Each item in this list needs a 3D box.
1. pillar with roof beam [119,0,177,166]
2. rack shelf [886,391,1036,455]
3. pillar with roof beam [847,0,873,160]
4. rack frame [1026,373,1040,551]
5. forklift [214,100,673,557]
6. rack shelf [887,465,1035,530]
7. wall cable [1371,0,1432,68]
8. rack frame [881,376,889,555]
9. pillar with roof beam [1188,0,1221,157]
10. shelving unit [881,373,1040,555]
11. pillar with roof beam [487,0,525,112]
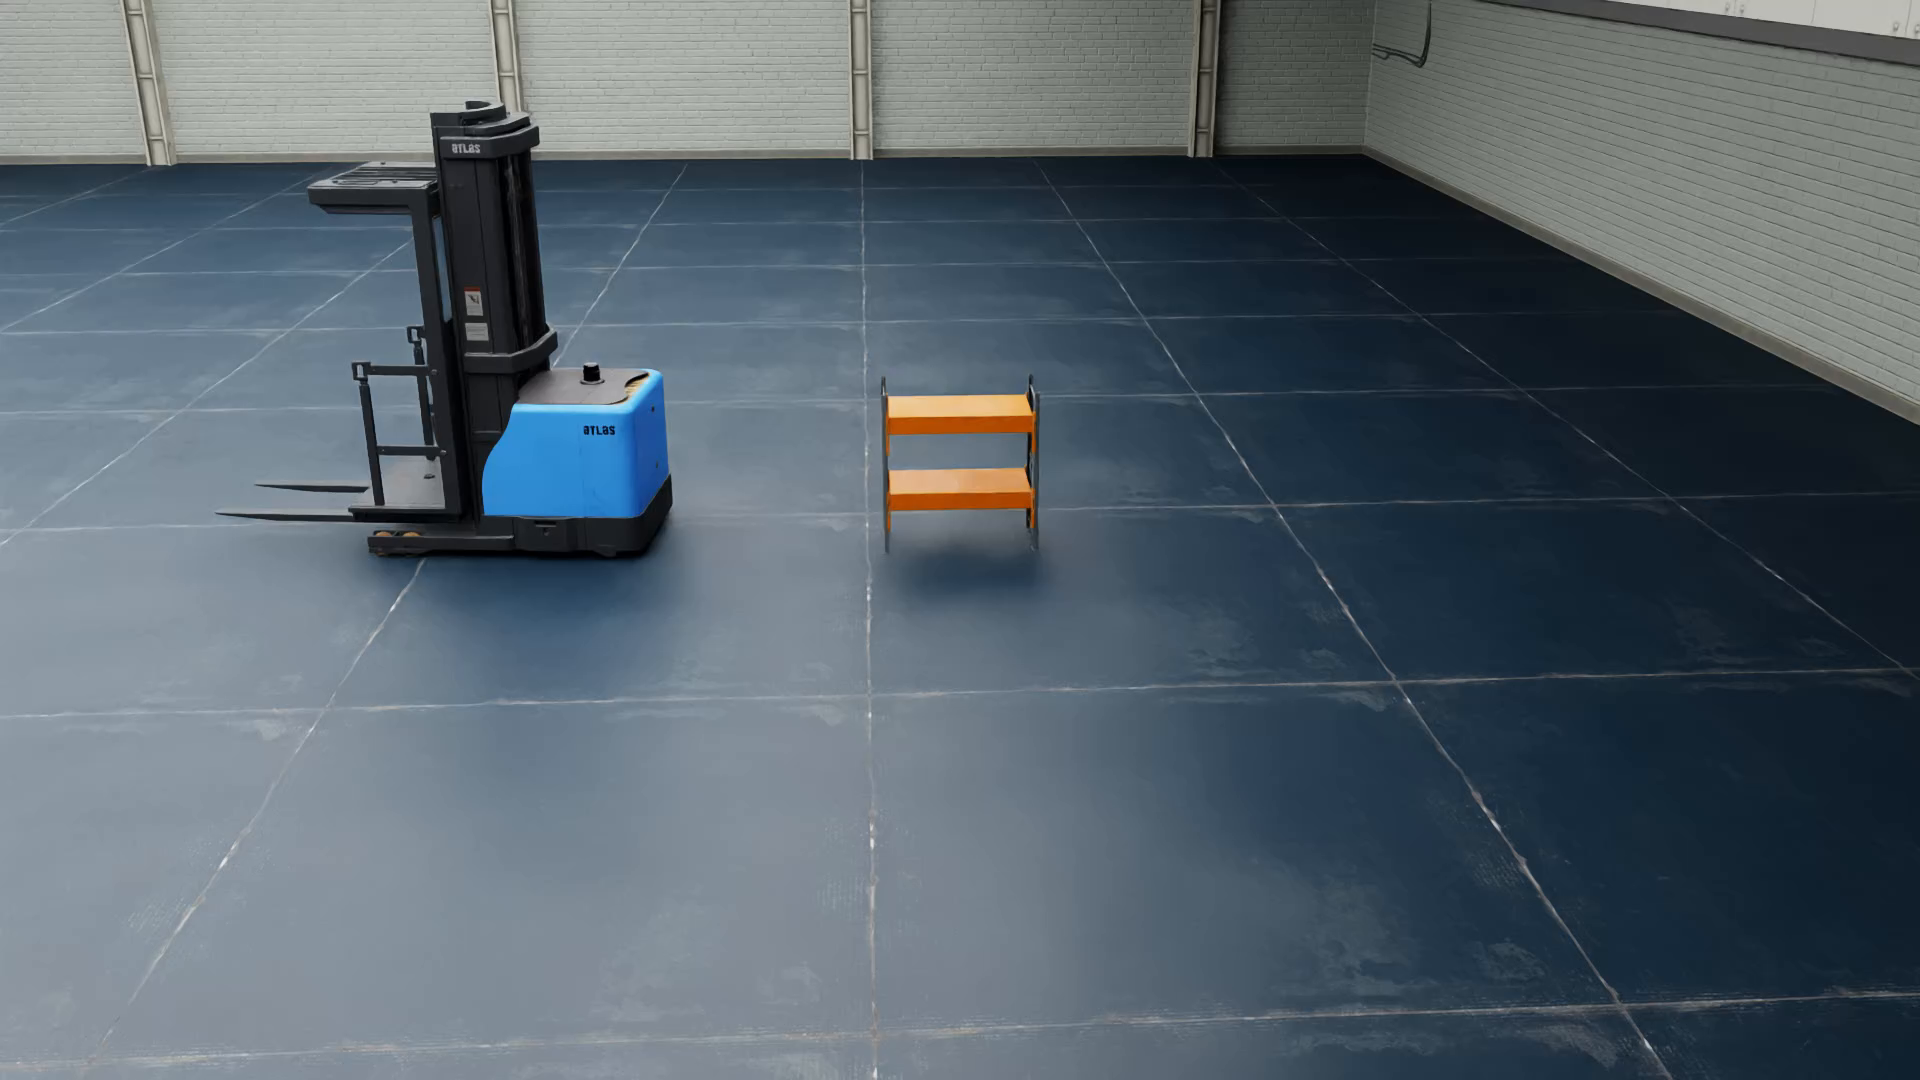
[{"bbox_3d":[-13.459,-9.136,22.969,0.400,9.000,9.100,-1,21,-3],"label":"pillar with roof beam"},{"bbox_3d":[-0.007,-0.799,11.316,1.000,0.278,0.538,-1,21,-3],"label":"rack shelf"},{"bbox_3d":[-1.479,-9.379,23.609,0.400,9.000,9.100,-1,21,-3],"label":"pillar with roof beam"},{"bbox_3d":[0.501,-0.536,11.448,0.032,1.125,0.500,-1,21,-3],"label":"rack frame"},{"bbox_3d":[-3.625,-1.439,11.282,3.031,2.935,1.130,1,21,3],"label":"forklift"},{"bbox_3d":[-0.007,-0.297,11.507,1.000,0.278,0.538,-1,21,-3],"label":"rack shelf"},{"bbox_3d":[7.282,-9.169,27.422,0.112,2.526,3.097,-1,21,-3],"label":"wall cable"},{"bbox_3d":[-0.514,-0.515,11.393,0.032,1.125,0.500,-1,21,-3],"label":"rack frame"},{"bbox_3d":[4.512,-9.501,23.929,0.400,9.000,9.100,-1,21,-3],"label":"pillar with roof beam"},{"bbox_3d":[-0.007,-0.526,11.420,1.048,1.125,0.538,-1,21,-3],"label":"shelving unit"},{"bbox_3d":[-7.469,-9.258,23.289,0.400,9.000,9.100,-1,21,-3],"label":"pillar with roof beam"}]
